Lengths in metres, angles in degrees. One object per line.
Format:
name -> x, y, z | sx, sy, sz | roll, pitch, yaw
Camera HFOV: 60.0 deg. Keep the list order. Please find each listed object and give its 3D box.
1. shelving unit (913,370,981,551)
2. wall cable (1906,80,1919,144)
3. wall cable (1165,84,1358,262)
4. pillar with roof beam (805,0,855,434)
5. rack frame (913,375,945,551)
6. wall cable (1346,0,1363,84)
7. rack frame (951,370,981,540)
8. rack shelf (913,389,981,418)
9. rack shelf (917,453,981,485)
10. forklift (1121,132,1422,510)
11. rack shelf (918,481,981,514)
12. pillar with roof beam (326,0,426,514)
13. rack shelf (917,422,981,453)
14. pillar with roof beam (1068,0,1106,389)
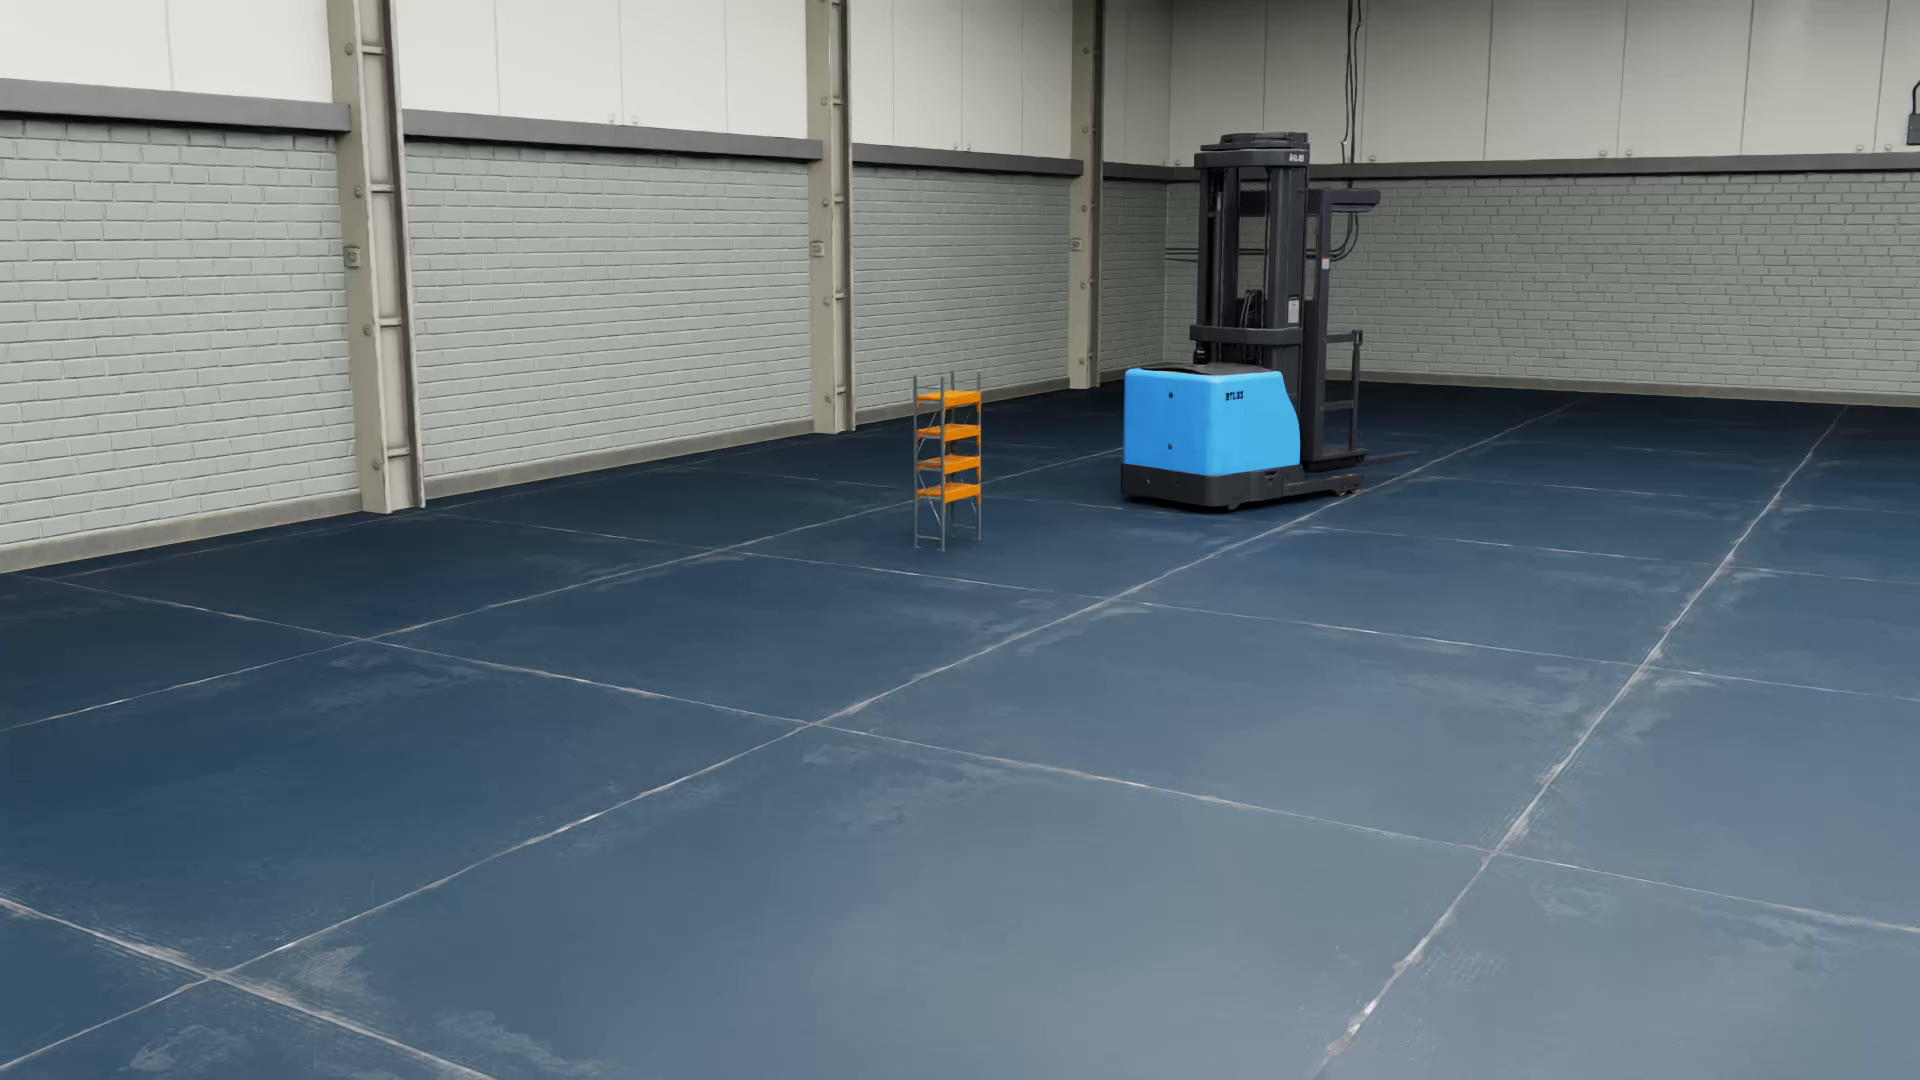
shelving unit -> -0.086, -0.564, 11.619 | 0.258, 1.200, 0.503 | 6, 12, 31
wall cable -> 12.497, -7.659, 19.083 | 2.305, 6.003, 0.169 | 6, 12, 31
wall cable -> 4.391, -5.371, 24.539 | 3.097, 2.526, 0.112 | 6, 12, 31
pillar with roof beam -> 2.296, -5.205, 15.216 | 9.100, 9.000, 0.400 | 6, 12, 31
rack frame -> -0.213, -0.525, 11.414 | 0.240, 1.200, 0.015 | 6, 12, 31
wall cable -> 6.703, -7.595, 22.694 | 3.097, 2.526, 0.112 | 6, 12, 31
rack frame -> 0.041, -0.602, 11.824 | 0.240, 1.200, 0.015 | 6, 12, 31
rack shelf -> -0.086, -0.950, 11.547 | 0.258, 0.148, 0.480 | 6, 12, 31
rack shelf -> -0.086, -0.498, 11.632 | 0.258, 0.148, 0.480 | 6, 12, 31
forklift -> 2.761, -1.874, 13.916 | 3.031, 2.935, 1.130 | -9, 14, -40
rack shelf -> -0.086, -0.302, 11.668 | 0.258, 0.148, 0.480 | 6, 12, 31
pillar with roof beam -> -0.819, -4.261, 10.176 | 9.100, 9.000, 0.400 | 6, 12, 31
rack shelf -> -0.086, -0.717, 11.590 | 0.258, 0.148, 0.480 | 6, 12, 31
pillar with roof beam -> 5.411, -6.149, 20.257 | 9.100, 9.000, 0.400 | 6, 12, 31
